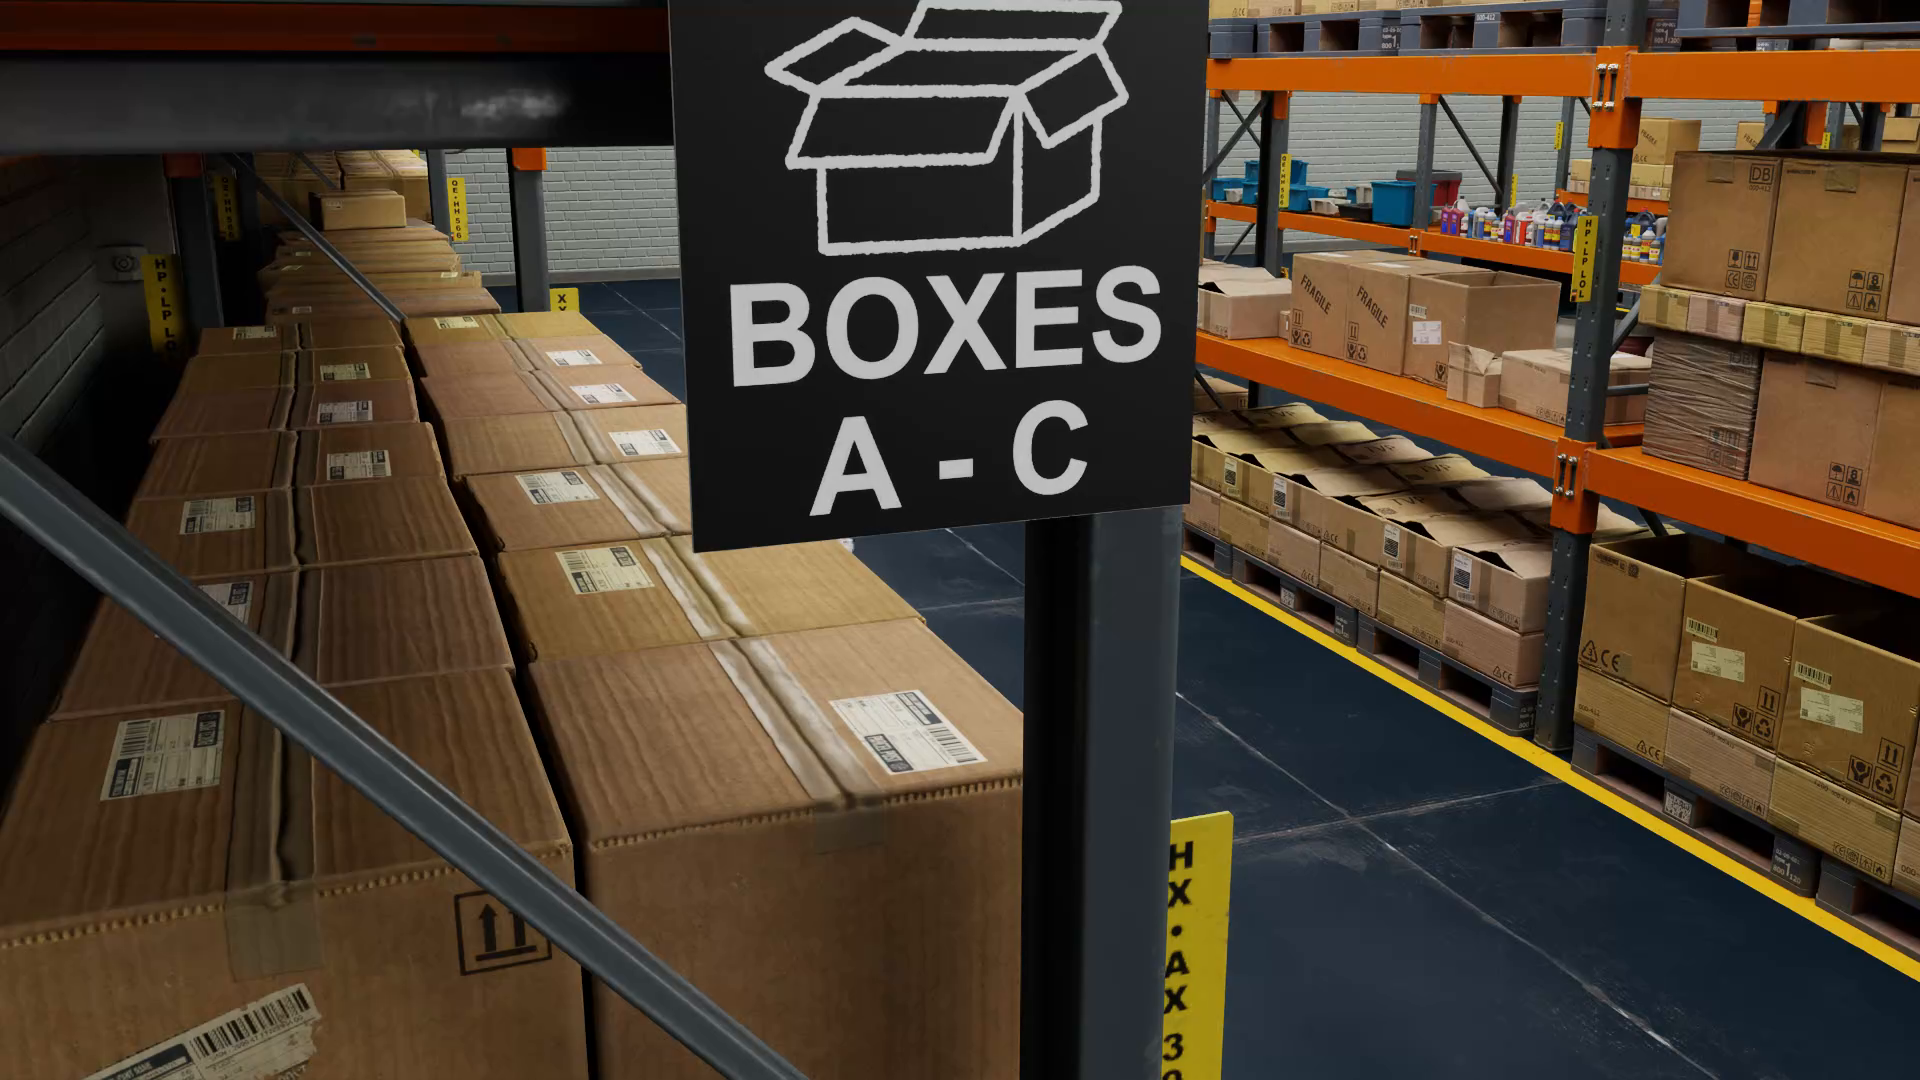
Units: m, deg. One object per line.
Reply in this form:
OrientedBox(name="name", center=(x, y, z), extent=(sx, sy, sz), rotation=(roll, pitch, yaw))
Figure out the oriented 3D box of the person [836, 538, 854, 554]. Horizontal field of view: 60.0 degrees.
OrientedBox(name="person", center=(-0.672, 0.222, 6.523), extent=(0.526, 1.522, 0.591), rotation=(-6, 17, -19))
